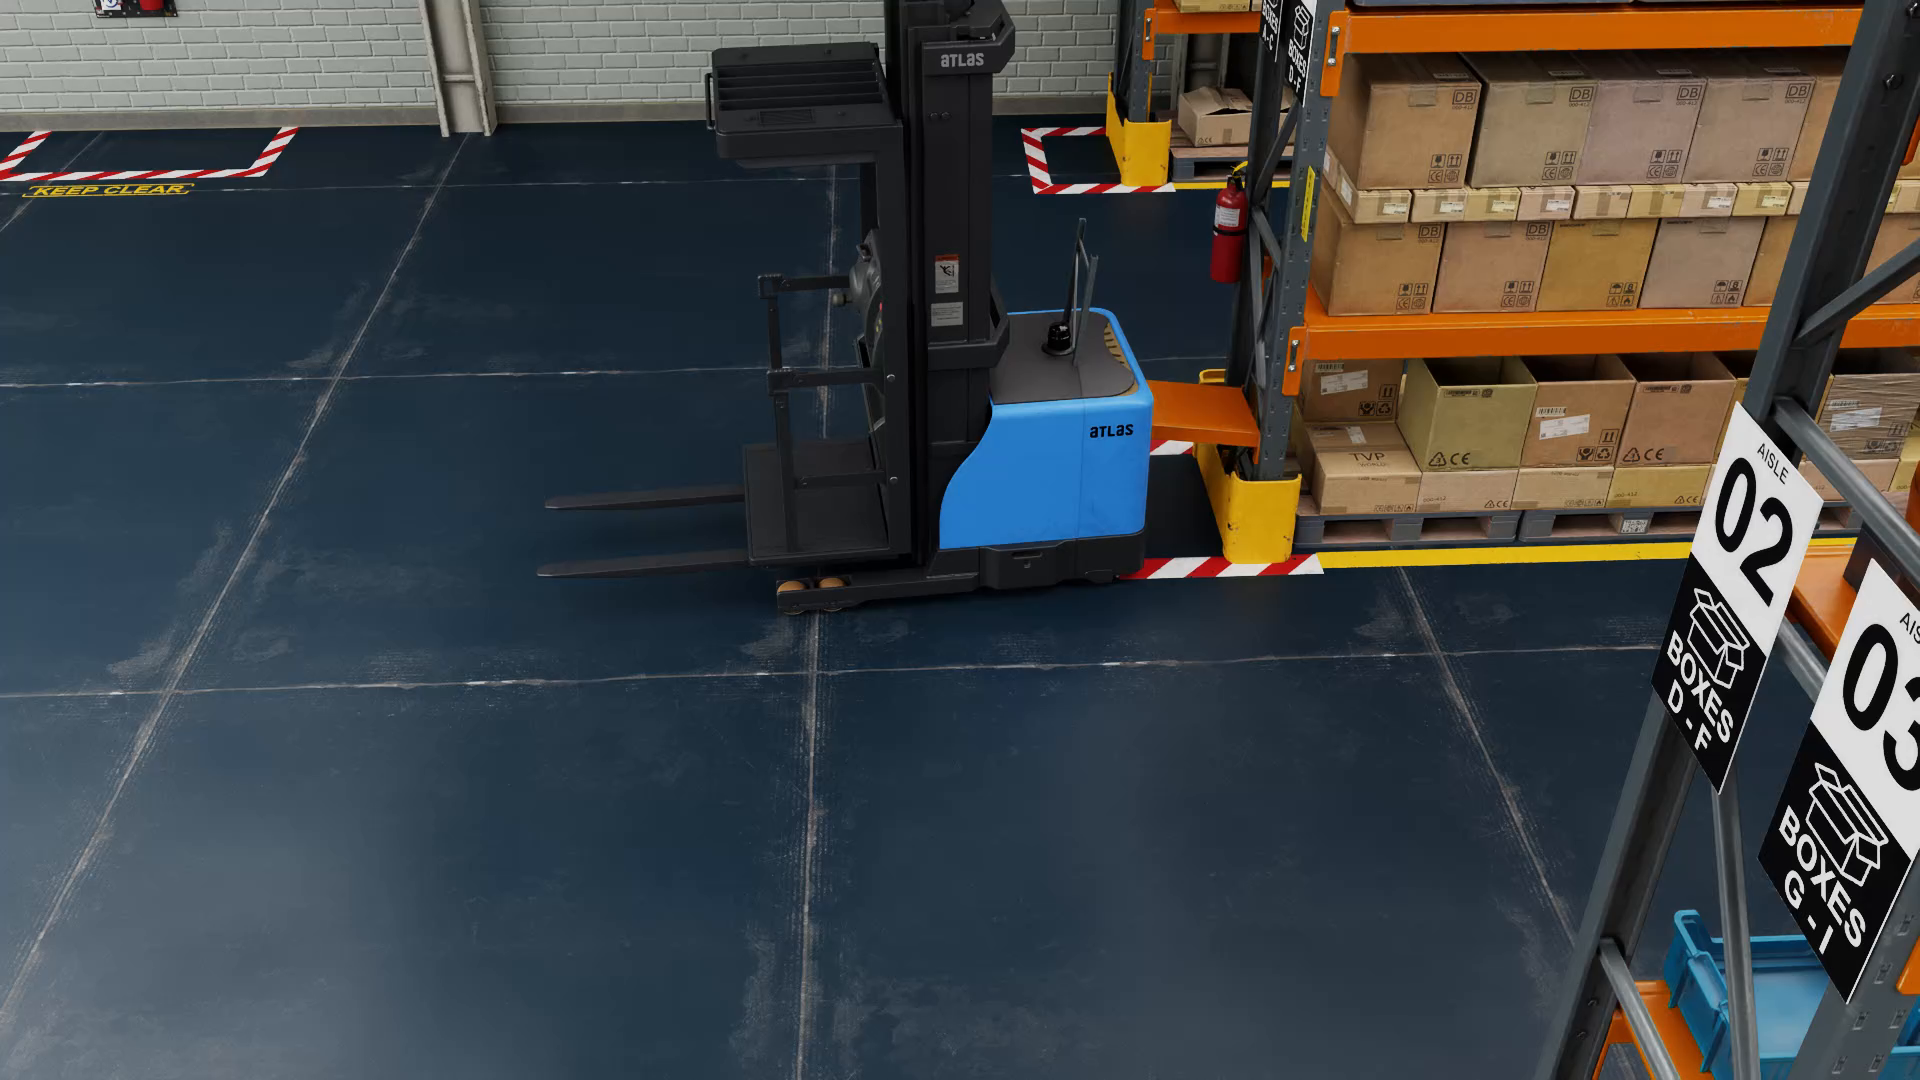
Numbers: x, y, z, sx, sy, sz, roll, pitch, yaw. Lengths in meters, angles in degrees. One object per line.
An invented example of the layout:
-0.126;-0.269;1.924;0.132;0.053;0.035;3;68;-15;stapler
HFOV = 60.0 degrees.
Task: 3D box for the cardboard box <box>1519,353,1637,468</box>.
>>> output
3.095;-0.718;8.576;0.500;0.500;0.500;-2;35;-2;cardboard box

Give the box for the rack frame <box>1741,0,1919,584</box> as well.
1.781;-1.096;2.462;0.127;3.000;1.000;-2;35;-2;rack frame

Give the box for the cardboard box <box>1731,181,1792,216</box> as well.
3.751;-1.689;7.933;0.250;0.149;0.380;0;35;-1;cardboard box

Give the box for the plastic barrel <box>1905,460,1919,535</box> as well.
2.260;-0.297;3.197;0.708;0.830;0.600;-2;35;-2;plastic barrel

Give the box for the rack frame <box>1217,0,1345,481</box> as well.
1.550;-1.444;8.237;0.127;3.000;1.000;-2;35;-2;rack frame

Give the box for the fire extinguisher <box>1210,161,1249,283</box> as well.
1.410;-1.673;8.636;0.183;0.674;0.296;-2;35;-2;fire extinguisher

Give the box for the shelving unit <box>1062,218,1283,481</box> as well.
1.041;-0.784;8.439;1.083;1.500;0.587;4;32;-6;shelving unit

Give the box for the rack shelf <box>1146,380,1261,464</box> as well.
1.011;-0.634;8.533;1.000;0.185;0.538;4;32;-6;rack shelf

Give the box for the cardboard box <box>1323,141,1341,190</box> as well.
1.923;-1.871;8.196;0.250;0.149;0.380;-2;35;-3;cardboard box

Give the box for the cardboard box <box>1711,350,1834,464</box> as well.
4.094;-0.743;8.613;0.500;0.500;0.500;-2;35;-2;cardboard box

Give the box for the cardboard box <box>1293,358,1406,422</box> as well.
2.072;-0.978;8.952;0.500;0.500;0.500;-2;35;-2;cardboard box

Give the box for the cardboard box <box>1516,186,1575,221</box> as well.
2.717;-1.661;7.892;0.250;0.149;0.380;-2;35;-3;cardboard box

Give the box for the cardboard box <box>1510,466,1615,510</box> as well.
3.095;-0.403;8.780;0.500;0.250;0.500;-2;35;-2;cardboard box

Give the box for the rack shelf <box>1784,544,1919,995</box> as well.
3.779;0.380;3.598;4.000;0.370;1.077;-2;35;-2;rack shelf

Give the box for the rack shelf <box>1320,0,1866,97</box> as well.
3.548;-2.436;7.666;4.000;0.370;1.077;-2;35;-2;rack shelf

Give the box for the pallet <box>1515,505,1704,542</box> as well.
3.528;-0.373;9.140;1.213;0.211;1.003;-2;35;-2;pallet

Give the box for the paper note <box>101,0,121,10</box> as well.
-6.673;-4.236;13.046;0.142;0.148;0.016;-2;35;-2;paper note

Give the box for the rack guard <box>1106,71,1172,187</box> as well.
1.388;-3.234;13.020;0.348;0.500;1.175;-2;35;-2;rack guard

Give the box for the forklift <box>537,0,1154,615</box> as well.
-0.618;-1.156;7.881;3.031;2.935;1.130;-5;35;-7;forklift

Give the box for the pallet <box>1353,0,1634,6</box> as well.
2.258;-2.646;7.415;1.213;0.211;1.003;-2;35;-2;pallet

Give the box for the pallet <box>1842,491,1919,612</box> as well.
2.612;0.249;3.321;1.213;0.211;1.003;-2;35;-2;pallet

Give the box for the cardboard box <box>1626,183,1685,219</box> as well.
3.239;-1.676;7.915;0.250;0.149;0.380;-2;35;-3;cardboard box

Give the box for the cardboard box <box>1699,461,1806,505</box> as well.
4.094;-0.428;8.816;0.500;0.250;0.500;-2;35;-2;cardboard box

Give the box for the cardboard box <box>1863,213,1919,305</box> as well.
4.576;-1.560;8.316;0.500;0.500;0.700;-2;35;-3;cardboard box

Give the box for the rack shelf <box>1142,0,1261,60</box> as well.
3.310;-4.018;12.589;4.000;0.370;1.077;-2;35;-2;rack shelf

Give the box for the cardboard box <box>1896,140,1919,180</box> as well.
4.598;-2.097;7.952;0.500;0.500;0.700;-2;35;-2;cardboard box

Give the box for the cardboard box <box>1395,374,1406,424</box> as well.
2.571;-0.689;9.193;0.500;0.250;0.500;-2;35;-2;cardboard box

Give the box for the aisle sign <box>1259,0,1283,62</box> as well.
1.471;-2.679;7.736;0.004;0.787;0.394;-2;35;-2;aisle sign

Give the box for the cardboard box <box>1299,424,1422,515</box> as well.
2.096;-0.374;8.739;0.500;0.250;0.500;-2;35;-2;cardboard box

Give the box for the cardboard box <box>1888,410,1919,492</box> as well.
5.093;-0.458;8.859;0.500;0.250;0.500;-2;35;-2;cardboard box

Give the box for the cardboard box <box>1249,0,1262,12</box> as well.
2.332;-4.061;12.133;0.500;0.250;0.500;-3;35;-4;cardboard box

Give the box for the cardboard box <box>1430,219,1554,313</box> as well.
2.541;-1.508;8.241;0.500;0.500;0.700;-1;35;-1;cardboard box

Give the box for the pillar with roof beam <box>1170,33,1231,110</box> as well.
2.174;-4.790;7.801;0.400;9.000;9.100;-2;35;-2;pillar with roof beam

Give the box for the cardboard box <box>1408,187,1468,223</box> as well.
2.216;-1.649;7.875;0.250;0.149;0.380;-2;35;-3;cardboard box

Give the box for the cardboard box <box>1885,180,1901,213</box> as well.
4.268;-1.705;7.955;0.250;0.149;0.380;-2;35;-2;cardboard box

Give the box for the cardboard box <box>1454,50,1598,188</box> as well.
2.595;-2.043;7.875;0.500;0.500;0.700;-2;35;-3;cardboard box

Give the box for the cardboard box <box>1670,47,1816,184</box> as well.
3.599;-2.071;7.914;0.500;0.500;0.700;-2;35;-2;cardboard box

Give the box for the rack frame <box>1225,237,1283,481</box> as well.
1.536;-0.750;8.495;0.032;1.500;0.500;4;32;-6;rack frame

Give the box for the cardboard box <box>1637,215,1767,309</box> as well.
3.563;-1.534;8.279;0.500;0.500;0.700;-1;35;-1;cardboard box

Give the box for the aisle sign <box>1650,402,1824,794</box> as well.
1.695;0.135;3.670;0.004;0.787;0.394;-2;35;-2;aisle sign

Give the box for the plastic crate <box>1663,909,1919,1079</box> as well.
2.267;1.249;4.476;0.616;0.251;0.499;-2;35;-2;plastic crate

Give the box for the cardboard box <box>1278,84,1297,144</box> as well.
2.577;-3.318;12.921;0.500;0.311;0.500;1;35;2;cardboard box
